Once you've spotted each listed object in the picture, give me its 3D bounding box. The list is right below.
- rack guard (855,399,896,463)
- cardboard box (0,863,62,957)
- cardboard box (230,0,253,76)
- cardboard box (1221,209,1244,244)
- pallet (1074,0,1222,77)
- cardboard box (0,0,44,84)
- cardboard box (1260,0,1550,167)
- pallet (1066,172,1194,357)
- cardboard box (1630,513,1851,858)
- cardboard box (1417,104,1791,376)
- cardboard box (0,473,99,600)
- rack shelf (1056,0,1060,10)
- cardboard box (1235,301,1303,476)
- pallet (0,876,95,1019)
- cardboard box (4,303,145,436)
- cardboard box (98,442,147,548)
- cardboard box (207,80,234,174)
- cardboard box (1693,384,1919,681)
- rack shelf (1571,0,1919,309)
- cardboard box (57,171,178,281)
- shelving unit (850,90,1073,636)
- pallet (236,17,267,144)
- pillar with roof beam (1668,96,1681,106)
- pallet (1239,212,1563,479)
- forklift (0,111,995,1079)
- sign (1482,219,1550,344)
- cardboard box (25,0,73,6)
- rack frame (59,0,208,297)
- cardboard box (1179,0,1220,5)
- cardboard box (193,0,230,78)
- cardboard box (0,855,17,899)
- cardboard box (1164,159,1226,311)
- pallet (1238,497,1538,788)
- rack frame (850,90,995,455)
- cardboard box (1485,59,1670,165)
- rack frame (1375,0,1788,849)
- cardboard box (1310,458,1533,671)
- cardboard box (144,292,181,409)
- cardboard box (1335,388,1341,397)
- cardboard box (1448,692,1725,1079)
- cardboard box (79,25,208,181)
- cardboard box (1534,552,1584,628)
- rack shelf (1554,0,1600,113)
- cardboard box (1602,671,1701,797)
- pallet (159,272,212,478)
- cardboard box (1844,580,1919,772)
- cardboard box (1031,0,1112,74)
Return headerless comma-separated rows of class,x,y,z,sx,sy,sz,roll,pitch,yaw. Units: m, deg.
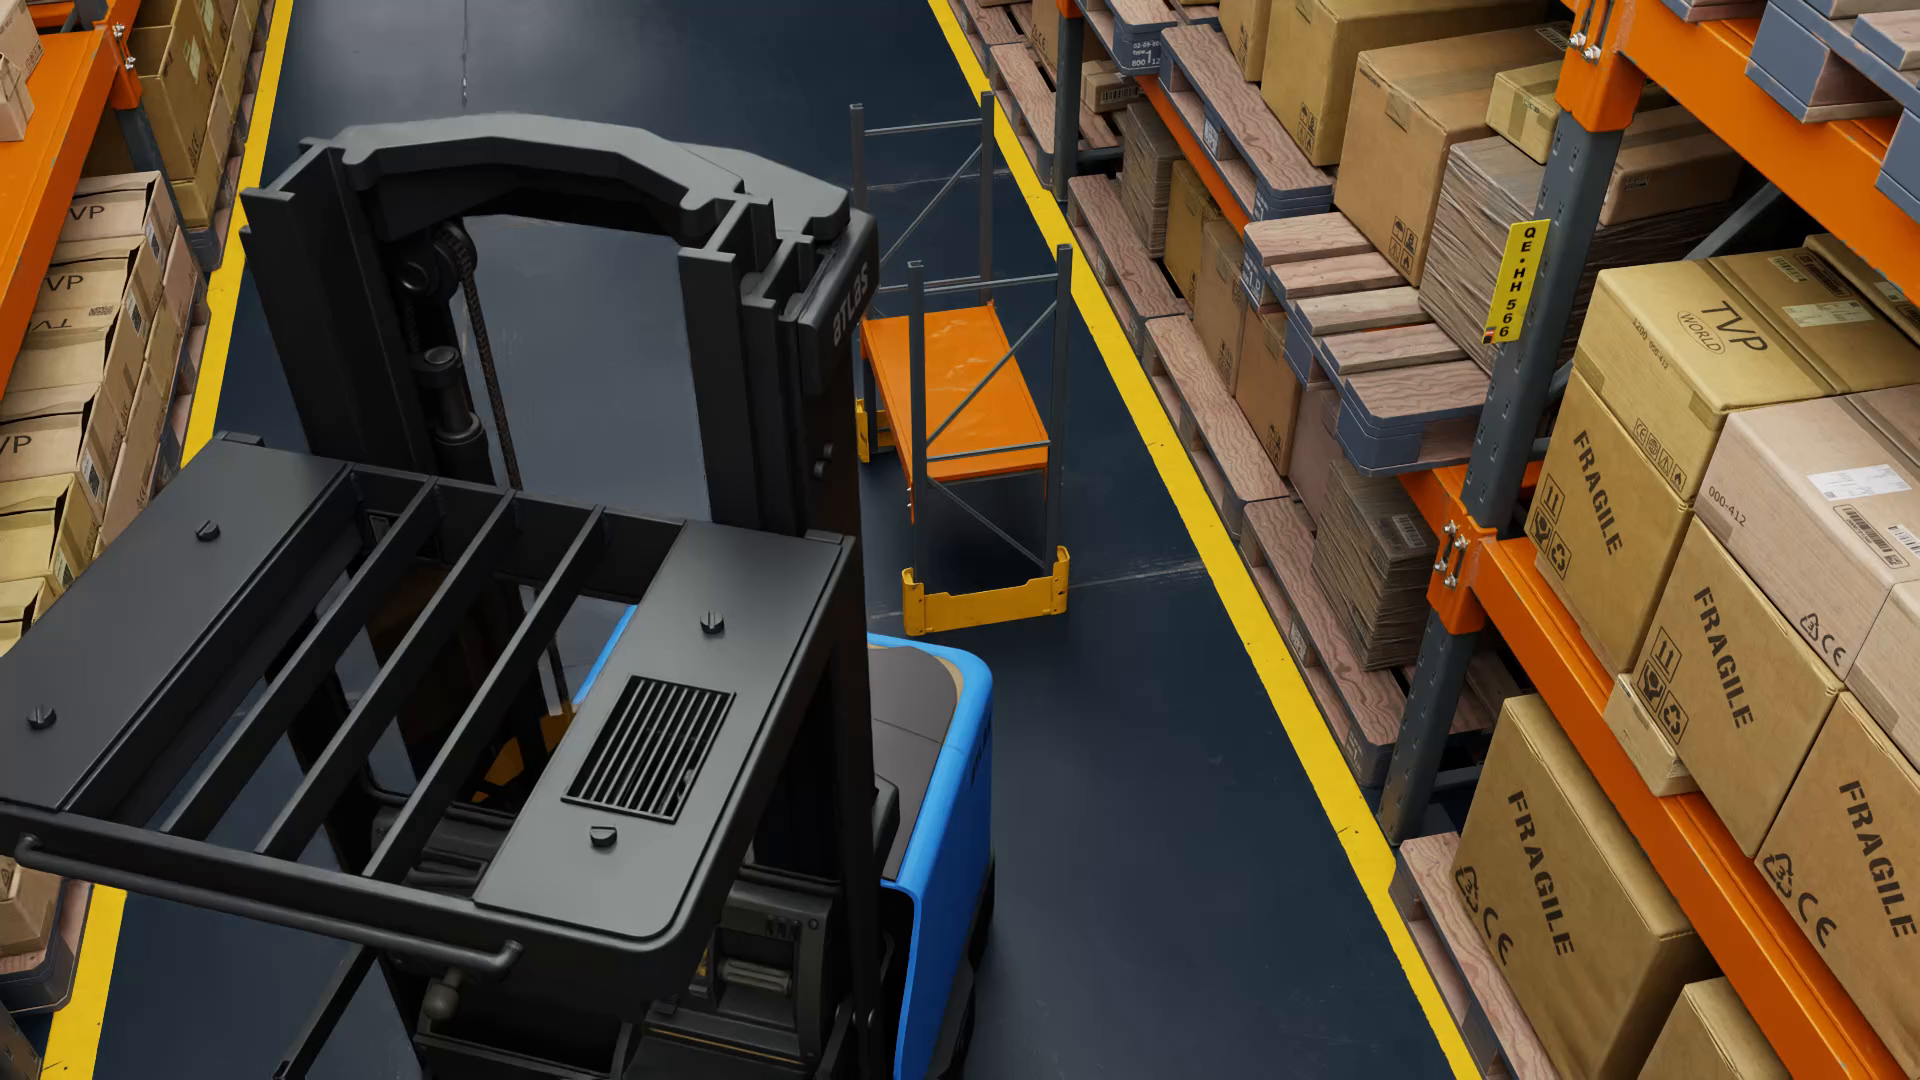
rack guard,-0.124,-0.466,6.586,0.587,0.250,0.087,-8,42,-9
cardboard box,-2.847,0.927,4.701,0.500,0.250,0.500,-8,42,-9
cardboard box,-4.008,-2.601,8.675,0.500,0.250,0.500,-8,42,-9
cardboard box,1.341,-1.281,6.420,0.500,0.250,0.500,-9,42,-11
pallet,0.975,-2.279,6.703,1.003,0.211,1.213,-8,42,-9
cardboard box,-3.735,-1.786,6.116,0.500,0.250,0.500,-6,42,-7
cardboard box,1.414,-1.584,5.368,0.700,0.500,0.500,-8,42,-9
pallet,1.121,-1.320,7.578,1.003,0.211,1.213,-8,42,-9
cardboard box,1.774,0.262,3.381,0.500,0.500,0.500,-7,42,-8
cardboard box,1.704,-0.780,4.462,0.700,0.500,0.500,-13,43,-14
cardboard box,-3.076,0.048,5.269,0.500,0.311,0.500,-9,42,-10
rack shelf,0.520,-3.895,8.920,1.077,0.370,4.000,-8,42,-9
cardboard box,1.477,-0.632,6.254,0.700,0.500,0.500,-9,42,-10
pallet,-3.160,0.941,5.030,1.003,0.211,1.213,-8,42,-9
cardboard box,-3.293,-0.612,6.012,0.500,0.311,0.500,-8,42,-9
cardboard box,-3.185,-0.067,5.821,0.500,0.250,0.500,-8,42,-8
cardboard box,-3.791,-1.953,7.945,0.500,0.250,0.500,-8,42,-9
cardboard box,1.778,-0.032,3.147,0.500,0.250,0.500,-9,42,-10
rack shelf,2.247,0.169,2.082,1.077,0.370,4.000,-8,42,-9
cardboard box,-3.517,-1.272,6.756,0.500,0.311,0.500,-8,42,-9
shelving unit,-0.016,-0.610,5.808,0.587,1.500,1.083,-8,42,-9
pallet,-4.282,-2.426,8.824,1.003,0.211,1.213,-8,42,-9
pillar with roof beam,-1.824,-2.868,2.702,9.100,9.000,0.400,-8,42,-9
pallet,1.558,-0.649,4.867,1.213,0.211,1.003,-8,42,-9
forklift,-0.755,0.872,3.060,1.130,2.935,3.031,9,42,10
sign,1.288,-0.594,3.847,0.100,0.325,0.005,-8,42,-9
cardboard box,-3.986,-2.479,6.708,0.700,0.500,0.500,-9,42,-10
rack frame,-3.884,-2.155,6.418,1.000,3.000,0.127,-8,42,-9
cardboard box,1.142,-2.371,6.255,0.700,0.500,0.500,-4,42,-5
cardboard box,-3.894,-2.558,8.062,0.500,0.500,0.500,-8,42,-9
cardboard box,-2.847,0.718,4.514,0.500,0.311,0.500,-7,42,-8
cardboard box,1.288,-1.295,7.000,0.700,0.500,0.500,-9,42,-10
pallet,1.648,0.262,5.796,1.003,0.211,1.213,-8,42,-9
rack frame,-0.128,-0.946,6.186,0.500,1.500,0.032,-8,42,-9
cardboard box,1.628,-1.145,4.385,0.380,0.149,0.250,-15,44,-16
rack frame,1.815,-0.274,4.300,1.000,3.000,0.127,-8,42,-9
cardboard box,1.609,0.037,5.501,0.700,0.500,0.500,-8,42,-9
cardboard box,-3.404,-0.728,6.566,0.500,0.250,0.500,-9,42,-10
cardboard box,1.547,-0.622,5.678,0.500,0.250,0.500,-8,42,-8
cardboard box,1.846,0.868,4.316,0.750,0.750,0.750,-9,42,-10
cardboard box,-3.678,-1.910,7.332,0.500,0.500,0.500,-8,42,-9
cardboard box,1.660,0.059,4.099,0.380,0.149,0.250,-9,42,-10
rack shelf,1.384,-2.424,5.003,1.077,0.370,4.000,-8,42,-9
cardboard box,1.681,0.408,3.705,0.380,0.149,0.250,-7,42,-8
pallet,-3.687,-0.640,6.812,1.003,0.211,1.213,-8,42,-9
cardboard box,1.890,0.292,2.782,0.500,0.250,0.500,-8,42,-9
cardboard box,0.689,-2.764,8.656,0.500,0.500,0.500,-11,43,-12
